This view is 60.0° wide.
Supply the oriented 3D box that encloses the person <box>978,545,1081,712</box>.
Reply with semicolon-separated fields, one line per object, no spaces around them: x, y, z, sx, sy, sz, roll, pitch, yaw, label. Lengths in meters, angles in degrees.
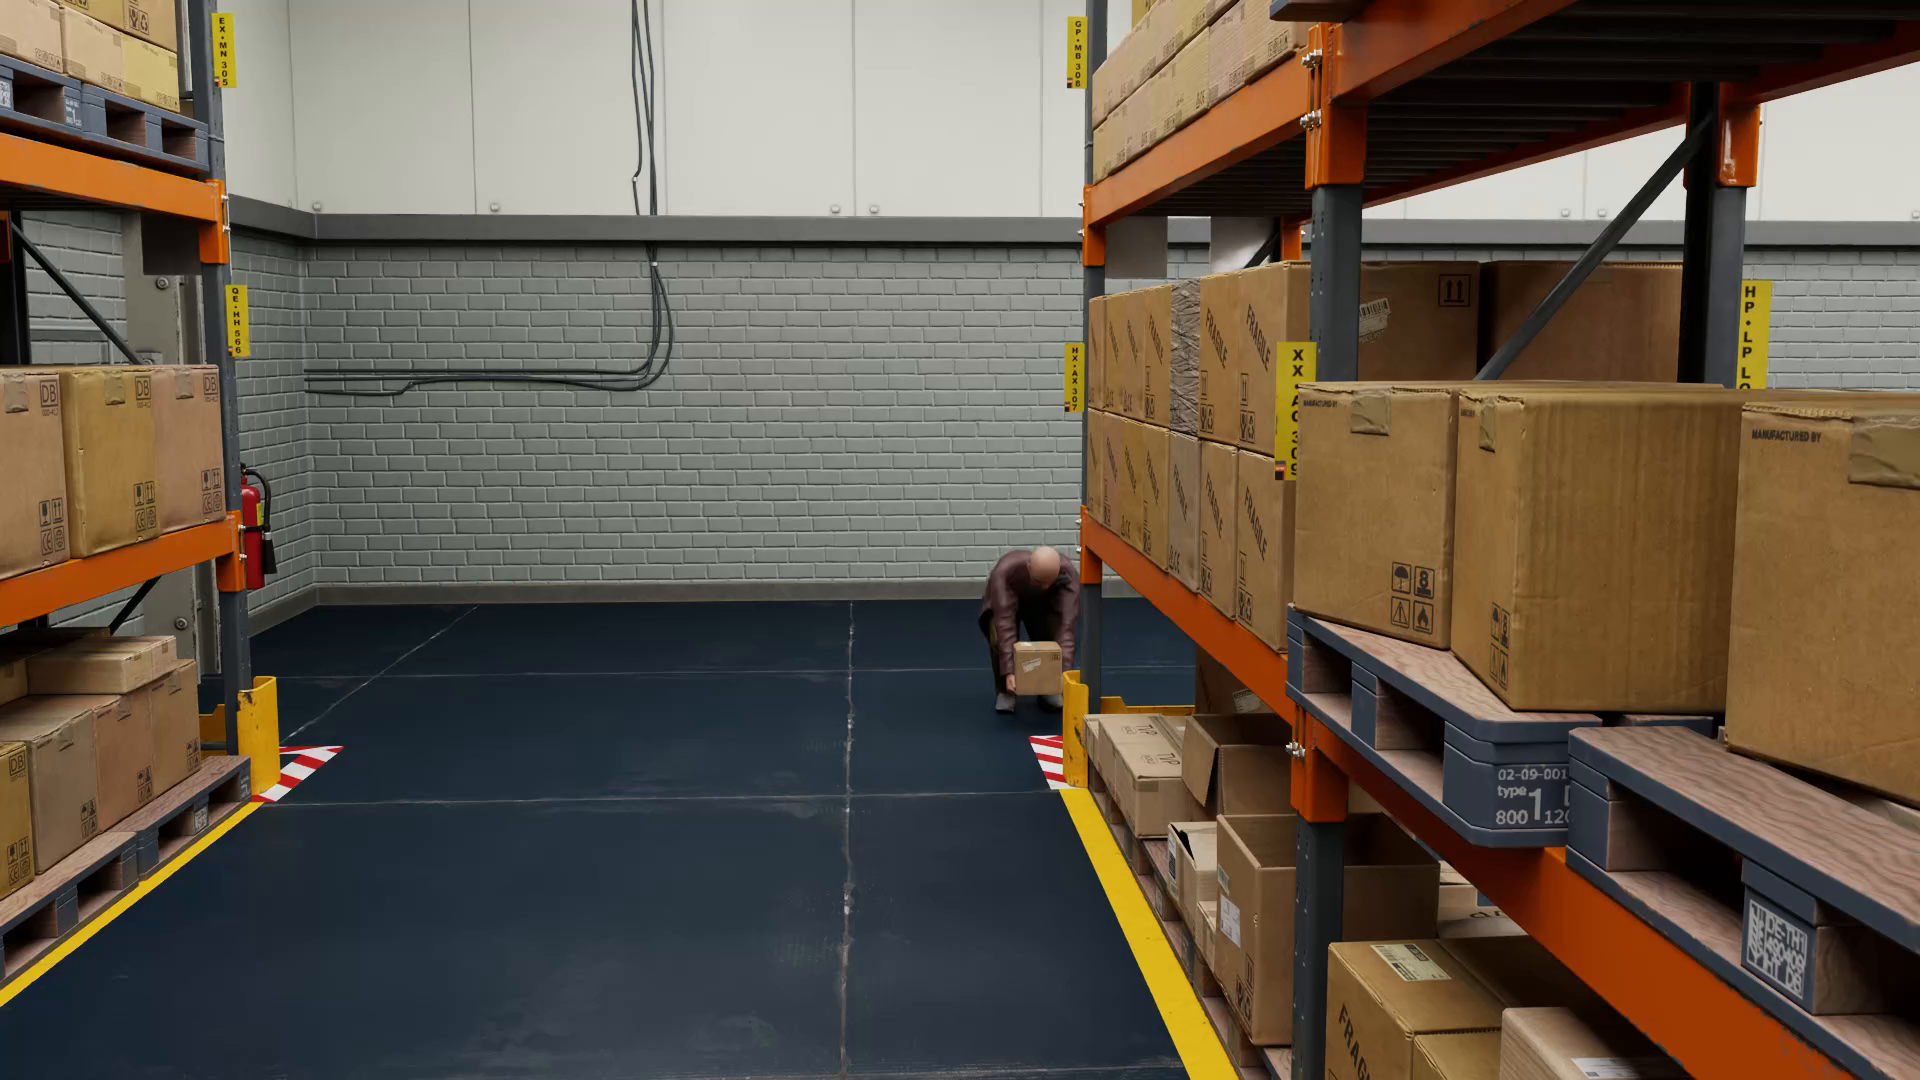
0.399;0.494;9.473;0.583;0.991;0.945;-1;7;-5;person
